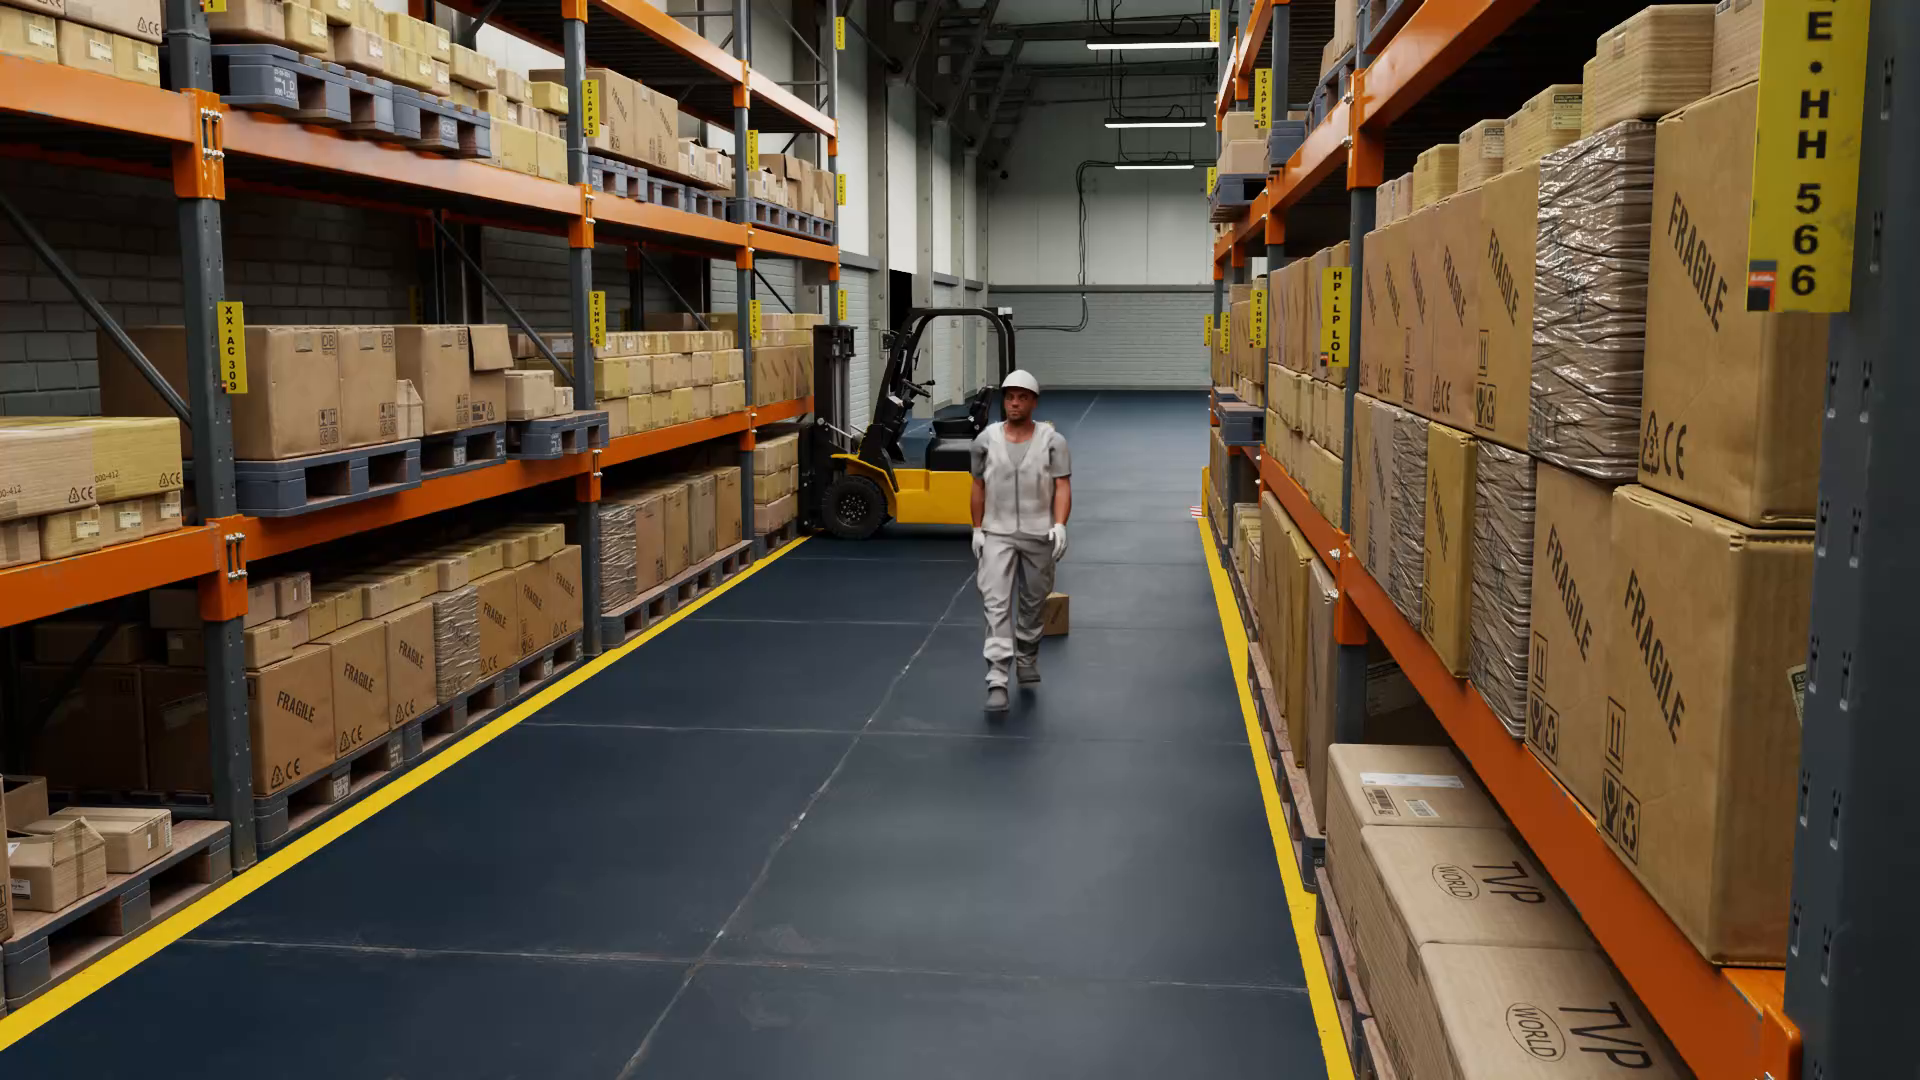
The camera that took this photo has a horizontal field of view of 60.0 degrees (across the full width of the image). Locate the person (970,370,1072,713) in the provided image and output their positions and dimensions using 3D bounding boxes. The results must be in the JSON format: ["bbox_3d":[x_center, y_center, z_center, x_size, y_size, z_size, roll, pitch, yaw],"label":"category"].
[{"bbox_3d":[0.314,-0.026,8.737,0.542,1.725,1.042,0,8,3],"label":"person"}]
